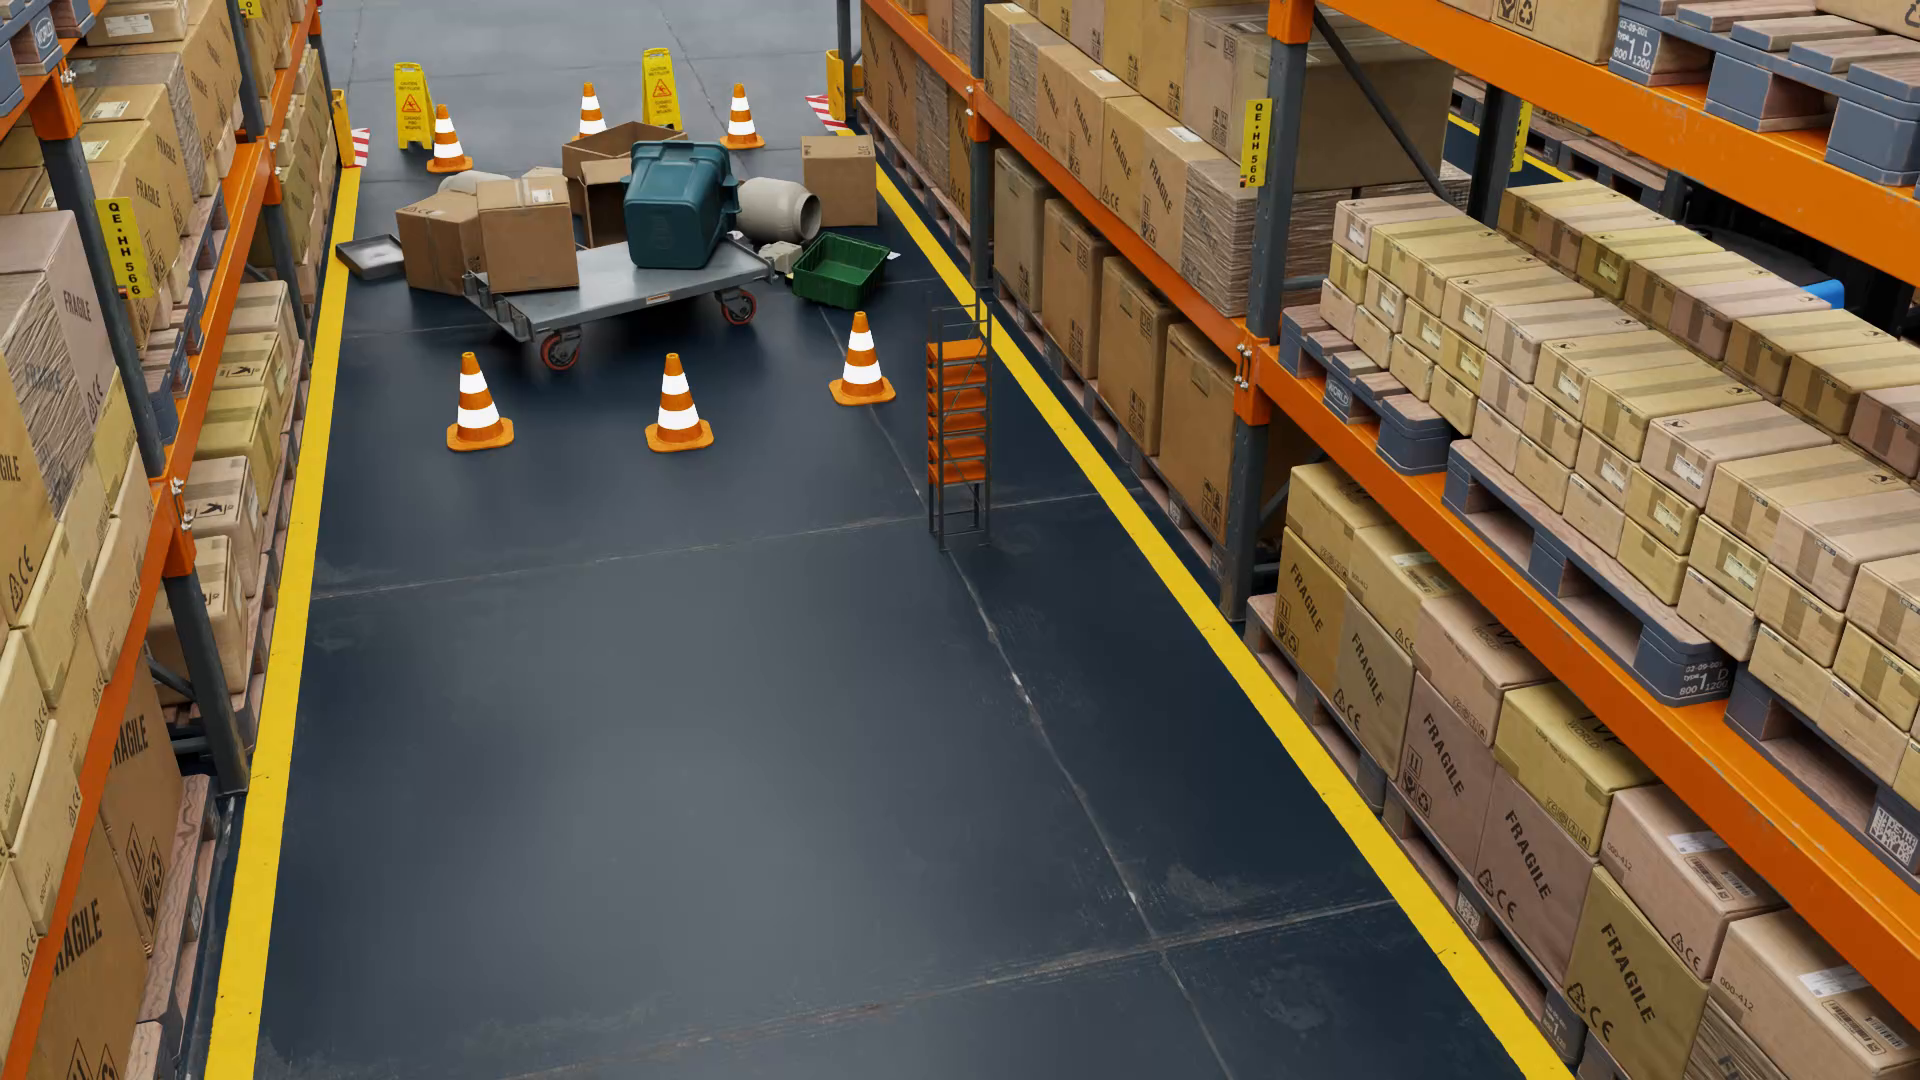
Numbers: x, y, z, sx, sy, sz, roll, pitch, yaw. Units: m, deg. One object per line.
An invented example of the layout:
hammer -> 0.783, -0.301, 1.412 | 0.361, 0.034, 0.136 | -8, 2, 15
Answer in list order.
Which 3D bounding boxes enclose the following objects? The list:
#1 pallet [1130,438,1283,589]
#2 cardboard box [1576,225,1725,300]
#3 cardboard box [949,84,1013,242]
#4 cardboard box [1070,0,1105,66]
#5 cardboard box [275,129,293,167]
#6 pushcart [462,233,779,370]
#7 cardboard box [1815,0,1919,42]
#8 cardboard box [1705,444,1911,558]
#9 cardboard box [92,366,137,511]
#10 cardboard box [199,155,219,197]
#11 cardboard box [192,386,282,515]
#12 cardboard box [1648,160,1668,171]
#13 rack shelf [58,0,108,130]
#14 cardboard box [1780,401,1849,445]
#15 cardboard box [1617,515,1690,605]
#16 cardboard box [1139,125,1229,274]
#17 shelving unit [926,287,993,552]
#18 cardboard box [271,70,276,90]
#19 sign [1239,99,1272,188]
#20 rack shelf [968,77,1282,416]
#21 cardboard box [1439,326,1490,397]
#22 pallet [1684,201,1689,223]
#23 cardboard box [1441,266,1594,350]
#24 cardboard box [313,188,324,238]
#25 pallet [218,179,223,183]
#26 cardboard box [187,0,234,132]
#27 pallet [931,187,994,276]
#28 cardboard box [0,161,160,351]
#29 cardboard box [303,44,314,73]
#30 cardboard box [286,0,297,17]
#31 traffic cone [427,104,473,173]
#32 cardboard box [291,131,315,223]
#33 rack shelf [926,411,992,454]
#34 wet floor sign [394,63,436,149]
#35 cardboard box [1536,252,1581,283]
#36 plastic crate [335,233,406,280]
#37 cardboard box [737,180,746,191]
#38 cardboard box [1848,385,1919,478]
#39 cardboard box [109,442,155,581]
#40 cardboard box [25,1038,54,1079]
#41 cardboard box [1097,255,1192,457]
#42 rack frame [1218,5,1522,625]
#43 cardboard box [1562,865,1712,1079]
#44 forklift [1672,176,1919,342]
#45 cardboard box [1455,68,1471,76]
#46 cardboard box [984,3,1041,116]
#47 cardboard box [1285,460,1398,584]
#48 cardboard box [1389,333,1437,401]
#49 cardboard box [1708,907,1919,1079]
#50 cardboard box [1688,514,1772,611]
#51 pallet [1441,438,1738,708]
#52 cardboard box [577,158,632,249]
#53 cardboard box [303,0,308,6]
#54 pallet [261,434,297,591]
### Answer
pallet -> 1.486, -0.216, 7.913 | 1.003, 0.211, 1.213 | -8, 31, -13
cardboard box -> 2.328, -0.939, 5.616 | 0.380, 0.149, 0.250 | -7, 31, -12
cardboard box -> 0.461, -2.540, 10.845 | 0.875, 0.875, 0.875 | -7, 31, -13
cardboard box -> 0.970, -2.709, 8.338 | 0.700, 0.500, 0.500 | -8, 31, -13
cardboard box -> -4.057, -2.244, 9.562 | 0.380, 0.149, 0.250 | -7, 31, -13
pushcart -> -2.000, -1.450, 9.878 | 1.648, 0.377, 0.936 | -20, 35, -30
cardboard box -> 2.400, -1.389, 3.639 | 0.797, 0.503, 0.637 | -8, 31, -14
cardboard box -> 2.119, -0.100, 4.166 | 0.380, 0.149, 0.250 | -9, 31, -15
cardboard box -> -2.750, -0.277, 4.885 | 0.500, 0.250, 0.500 | -8, 31, -13
cardboard box -> -3.526, -1.624, 7.393 | 0.380, 0.149, 0.250 | -8, 31, -13
cardboard box -> -3.663, -0.367, 7.593 | 0.950, 0.372, 0.625 | -7, 31, -12
cardboard box -> 5.302, -2.874, 11.796 | 0.500, 0.500, 0.500 | -9, 31, -15
rack shelf -> -3.654, -2.278, 6.416 | 1.077, 0.370, 4.000 | -8, 31, -13
cardboard box -> 2.606, -0.309, 4.824 | 0.380, 0.149, 0.250 | -8, 31, -14
cardboard box -> 2.039, 0.032, 4.532 | 0.380, 0.149, 0.250 | -7, 31, -11
cardboard box -> 1.113, -1.499, 7.245 | 0.500, 0.500, 0.500 | -8, 31, -13
shelving unit -> -0.004, -0.526, 7.462 | 0.258, 1.200, 0.189 | -8, 31, -13
cardboard box -> -4.209, -2.707, 9.683 | 0.380, 0.149, 0.250 | -7, 31, -12
sign -> 1.088, -1.458, 6.119 | 0.100, 0.325, 0.005 | -8, 31, -13
rack shelf -> 1.091, -1.687, 8.389 | 1.077, 0.370, 4.000 | -8, 31, -13
cardboard box -> 1.772, -0.593, 5.315 | 0.380, 0.149, 0.250 | -8, 31, -13
pallet -> 5.577, -1.992, 10.982 | 1.003, 0.211, 1.213 | -8, 31, -13
cardboard box -> 1.763, -0.738, 5.268 | 0.380, 0.149, 0.250 | -9, 31, -15
cardboard box -> -4.377, -2.082, 10.679 | 0.500, 0.250, 0.500 | -8, 31, -14
pallet -> -4.123, -1.786, 8.033 | 1.003, 0.211, 1.213 | -8, 31, -13
cardboard box -> -3.709, -2.179, 7.705 | 0.500, 0.500, 0.500 | -8, 31, -13
pallet -> 0.434, -2.135, 11.228 | 1.003, 0.211, 1.213 | -8, 31, -13
cardboard box -> -3.020, -0.927, 5.542 | 0.500, 0.500, 0.500 | -9, 31, -15
cardboard box -> -4.621, -3.266, 11.327 | 0.380, 0.149, 0.250 | -7, 31, -12
cardboard box -> -4.579, -3.651, 10.667 | 0.500, 0.500, 0.500 | -8, 31, -13
traffic cone -> -3.889, -3.055, 12.567 | 0.336, 0.463, 0.334 | -8, 31, -13
cardboard box -> -4.235, -2.152, 10.050 | 0.500, 0.500, 0.500 | -7, 31, -11
rack shelf -> -0.004, -0.488, 7.484 | 0.258, 0.103, 0.180 | -8, 31, -13
wet floor sign -> -4.266, -3.404, 12.988 | 0.267, 0.644, 0.232 | 2, 30, 4
cardboard box -> 2.265, -0.928, 5.893 | 0.380, 0.149, 0.250 | -7, 31, -11
plastic crate -> -3.811, -1.861, 10.886 | 0.402, 0.080, 0.583 | -20, 35, -30
cardboard box -> -1.672, -2.366, 11.573 | 0.396, 0.266, 0.258 | -3, 30, -5
cardboard box -> 2.679, -0.307, 4.524 | 0.380, 0.149, 0.250 | -7, 31, -11
cardboard box -> -2.739, -0.051, 4.993 | 0.500, 0.250, 0.500 | -9, 31, -15
cardboard box -> -2.551, 1.620, 3.658 | 0.875, 0.875, 0.875 | -7, 31, -12
cardboard box -> 1.312, -0.969, 8.255 | 1.050, 0.750, 0.750 | -7, 31, -13
rack frame -> 1.622, -1.033, 6.540 | 1.000, 3.000, 0.127 | -8, 31, -13
cardboard box -> 2.109, 1.228, 4.711 | 0.500, 0.500, 0.500 | -9, 31, -14
forklift -> 4.457, -1.923, 8.146 | 3.031, 2.935, 1.130 | -15, 33, -25
cardboard box -> 4.457, -4.303, 14.266 | 0.500, 0.500, 0.500 | -2, 30, -4
cardboard box -> 0.441, -2.718, 9.352 | 0.500, 0.500, 0.500 | -8, 31, -13
cardboard box -> 1.572, -0.092, 6.242 | 0.500, 0.250, 0.500 | -9, 31, -16
cardboard box -> 1.689, -0.603, 5.629 | 0.380, 0.149, 0.250 | -6, 31, -11
cardboard box -> 2.242, 1.149, 4.098 | 0.500, 0.250, 0.500 | -9, 31, -15
cardboard box -> 2.109, 0.027, 4.244 | 0.380, 0.149, 0.250 | -9, 31, -16
pallet -> 2.187, 0.001, 4.945 | 1.003, 0.211, 1.213 | -8, 31, -13
cardboard box -> -2.084, -2.205, 10.922 | 0.797, 0.637, 0.503 | -8, 31, -13
cardboard box -> -4.767, -3.821, 11.608 | 0.380, 0.149, 0.250 | -8, 31, -14
pallet -> -3.650, -0.084, 7.685 | 1.003, 0.211, 1.213 | -8, 31, -13
